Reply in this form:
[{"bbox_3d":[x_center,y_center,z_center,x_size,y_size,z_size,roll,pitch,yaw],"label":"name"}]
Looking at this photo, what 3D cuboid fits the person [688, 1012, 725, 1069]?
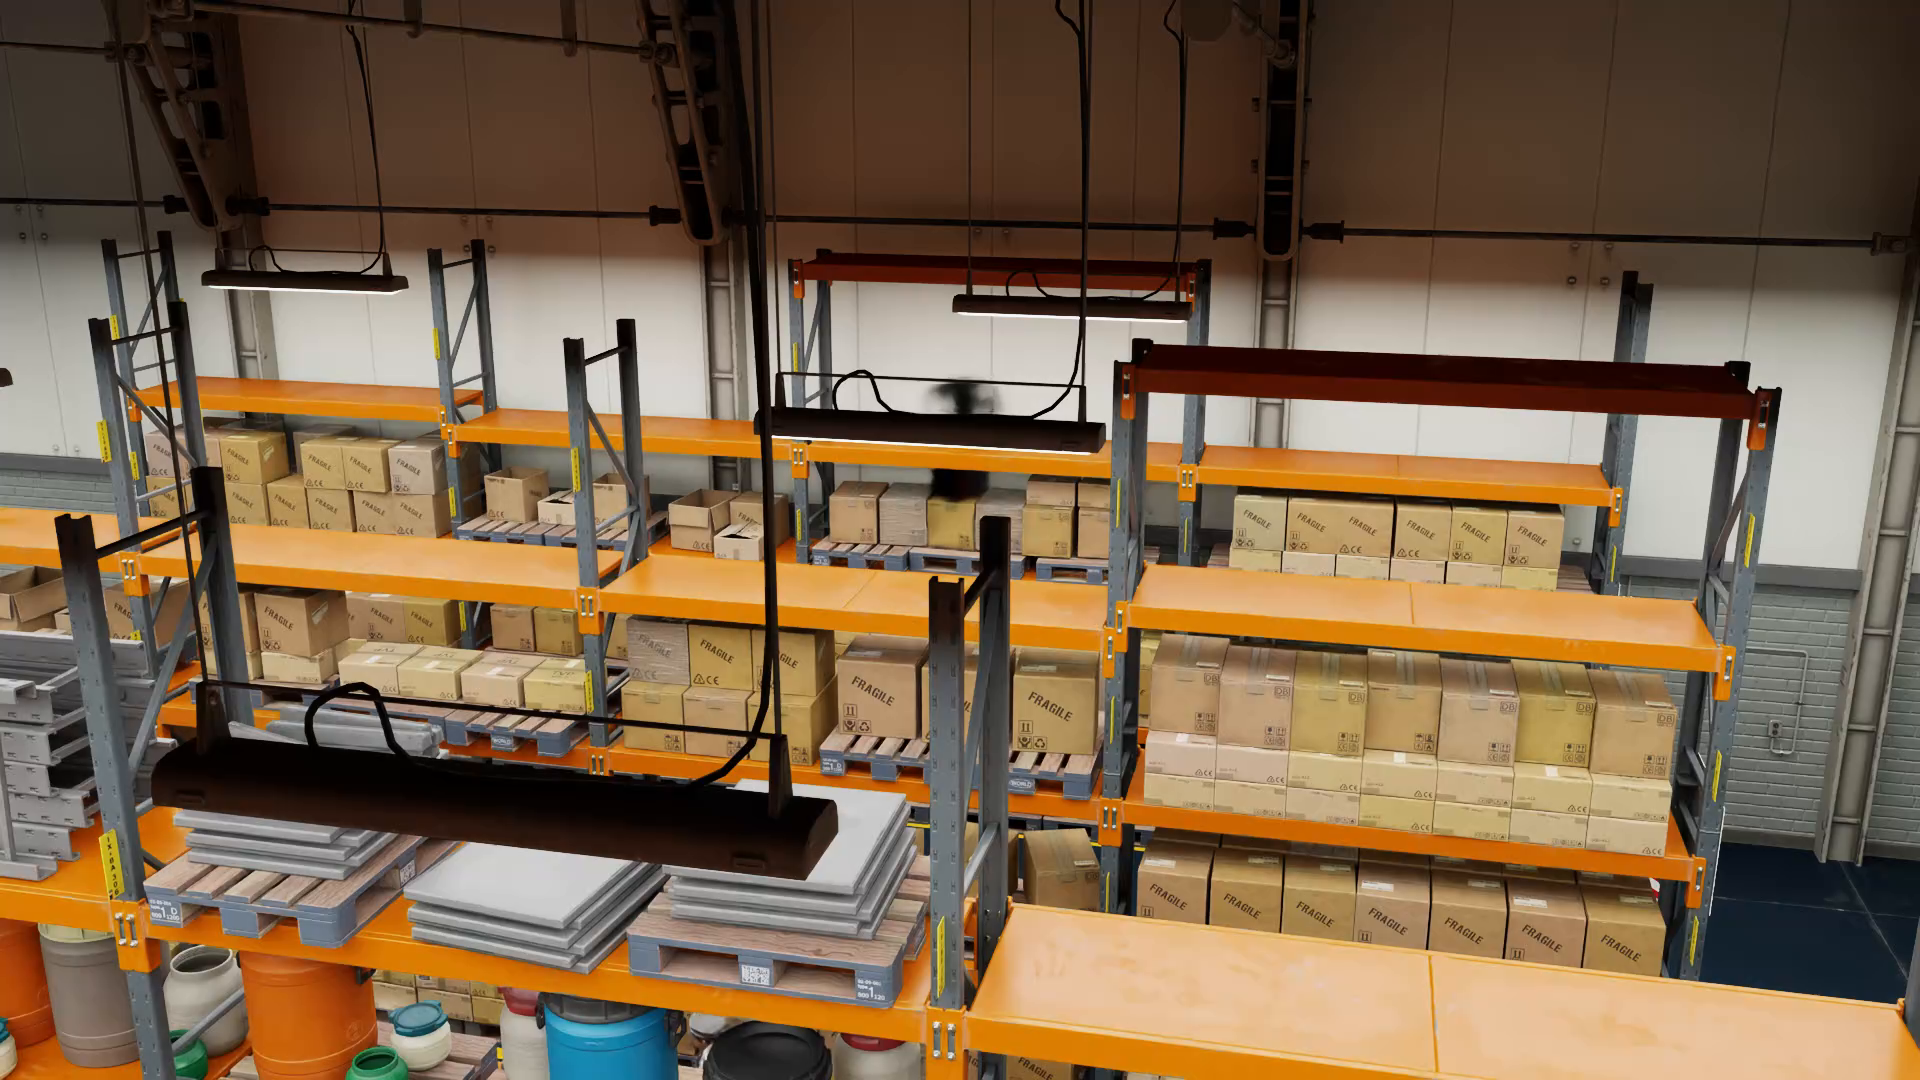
[{"bbox_3d":[-1.633,4.085,11.708,0.778,1.513,0.640,6,17,19],"label":"person"}]
